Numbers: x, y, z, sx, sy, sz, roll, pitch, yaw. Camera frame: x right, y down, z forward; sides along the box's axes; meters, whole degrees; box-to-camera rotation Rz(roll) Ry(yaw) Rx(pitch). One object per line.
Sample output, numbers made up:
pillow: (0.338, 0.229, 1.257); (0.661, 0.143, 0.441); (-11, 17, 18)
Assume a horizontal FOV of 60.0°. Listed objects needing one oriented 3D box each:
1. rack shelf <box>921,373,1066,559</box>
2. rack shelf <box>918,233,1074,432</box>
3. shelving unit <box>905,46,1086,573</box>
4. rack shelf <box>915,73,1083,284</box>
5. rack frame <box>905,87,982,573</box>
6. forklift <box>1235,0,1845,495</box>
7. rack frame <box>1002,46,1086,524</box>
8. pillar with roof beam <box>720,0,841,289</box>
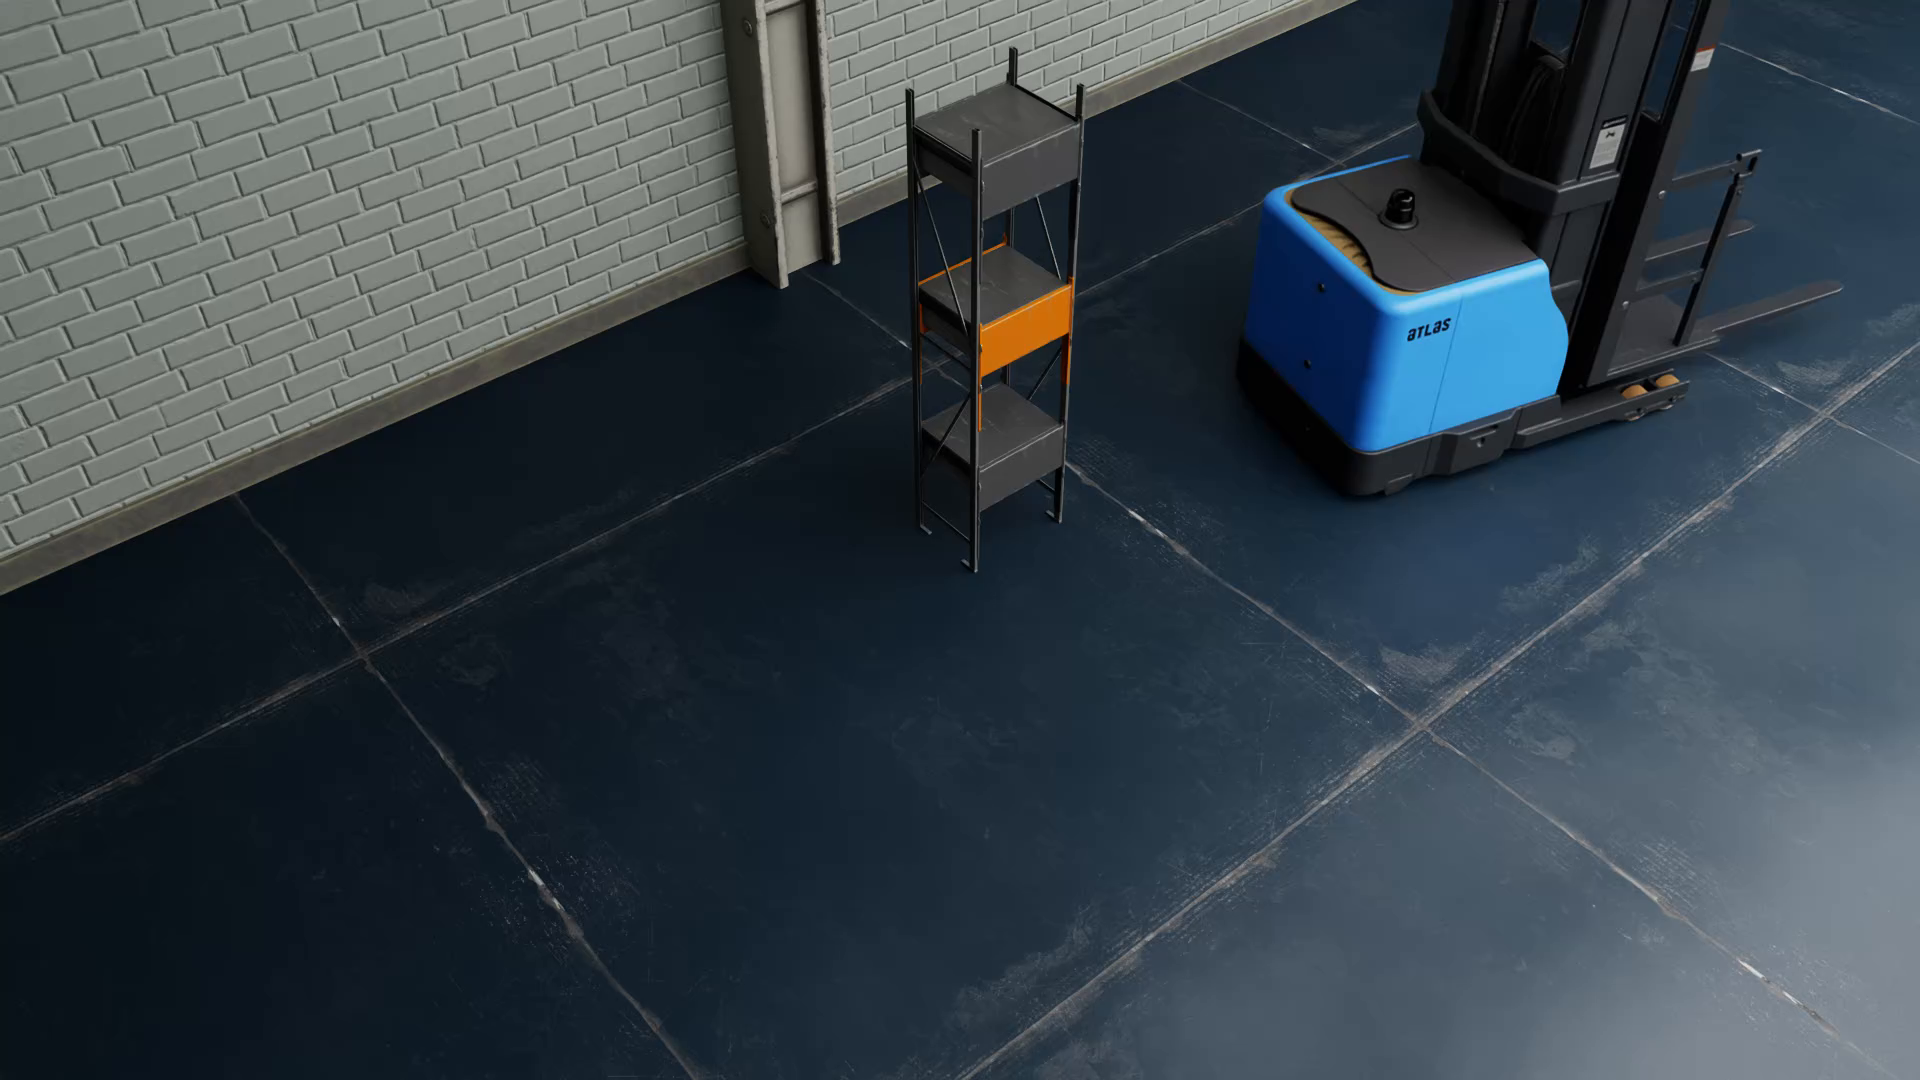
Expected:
rack shelf: (0.127, -0.318, 7.097); (0.480, 0.518, 0.431); (-30, 51, -28)
rack shelf: (0.127, -0.828, 6.618); (0.480, 0.518, 0.431); (-30, 51, -28)
shelving unit: (0.127, -0.838, 6.609); (0.503, 2.100, 0.431); (-30, 51, -28)
rack shelf: (0.127, -1.338, 6.139); (0.480, 0.518, 0.431); (-30, 51, -28)
rack frame: (-0.060, -0.731, 6.494); (0.015, 2.100, 0.400); (-30, 51, -28)
forklift: (2.884, -1.945, 7.180); (3.031, 2.935, 1.130); (-17, 46, -18)
rack frame: (0.314, -0.945, 6.723); (0.015, 2.100, 0.400); (-30, 51, -28)
pillar with roof beam: (1.881, -2.490, 3.328); (0.400, 9.000, 9.100); (-30, 51, -28)
